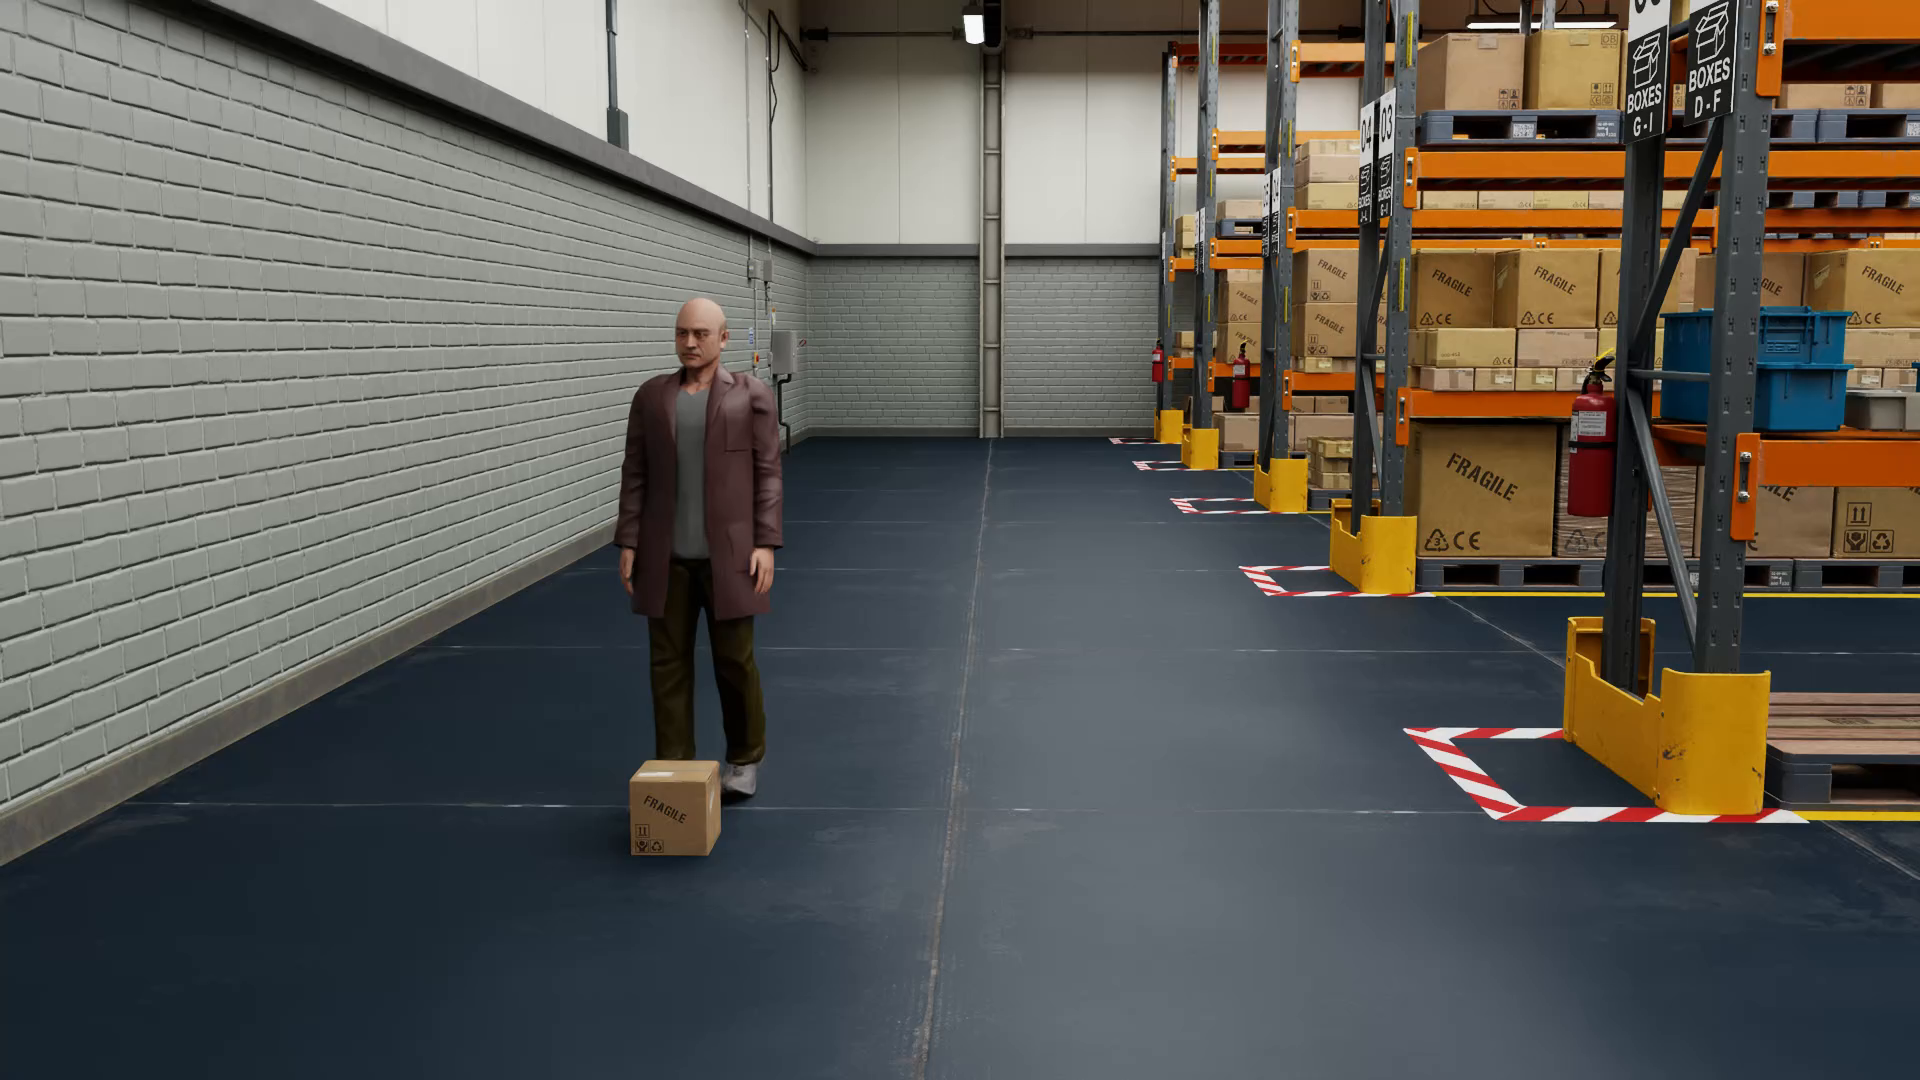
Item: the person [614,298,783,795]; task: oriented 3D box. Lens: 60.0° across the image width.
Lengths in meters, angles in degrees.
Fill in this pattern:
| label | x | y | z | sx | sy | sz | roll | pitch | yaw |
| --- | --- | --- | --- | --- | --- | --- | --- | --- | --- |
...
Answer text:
| label | x | y | z | sx | sy | sz | roll | pitch | yaw |
| --- | --- | --- | --- | --- | --- | --- | --- | --- | --- |
| person | -0.926 | 0.046 | 5.874 | 0.609 | 1.783 | 0.617 | 1 | 7 | 7 |
